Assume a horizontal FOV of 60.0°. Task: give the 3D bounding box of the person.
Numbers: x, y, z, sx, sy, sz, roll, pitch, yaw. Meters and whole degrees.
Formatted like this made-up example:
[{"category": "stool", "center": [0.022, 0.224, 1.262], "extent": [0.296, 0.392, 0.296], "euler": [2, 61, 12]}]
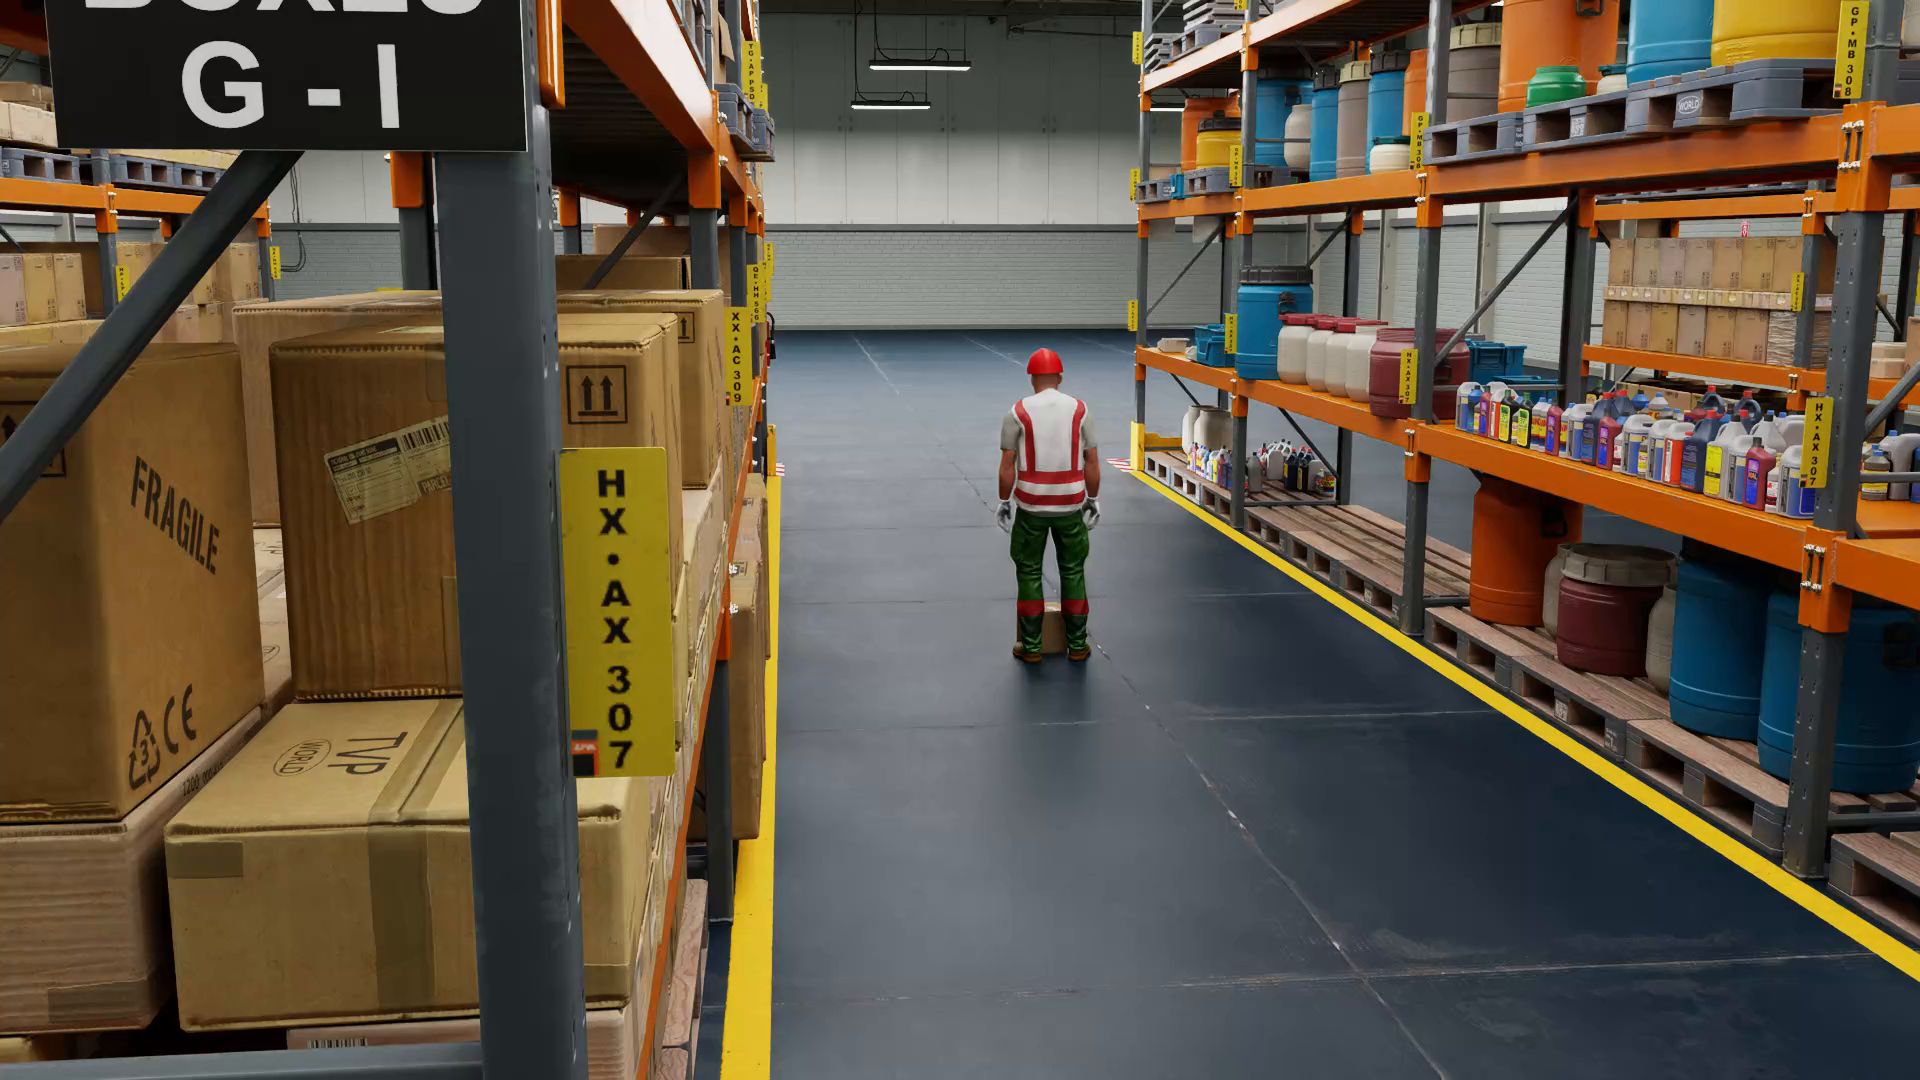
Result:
[{"category": "person", "center": [0.506, -0.195, 9.471], "extent": [0.608, 1.780, 0.448], "euler": [-1, 10, -6]}]
